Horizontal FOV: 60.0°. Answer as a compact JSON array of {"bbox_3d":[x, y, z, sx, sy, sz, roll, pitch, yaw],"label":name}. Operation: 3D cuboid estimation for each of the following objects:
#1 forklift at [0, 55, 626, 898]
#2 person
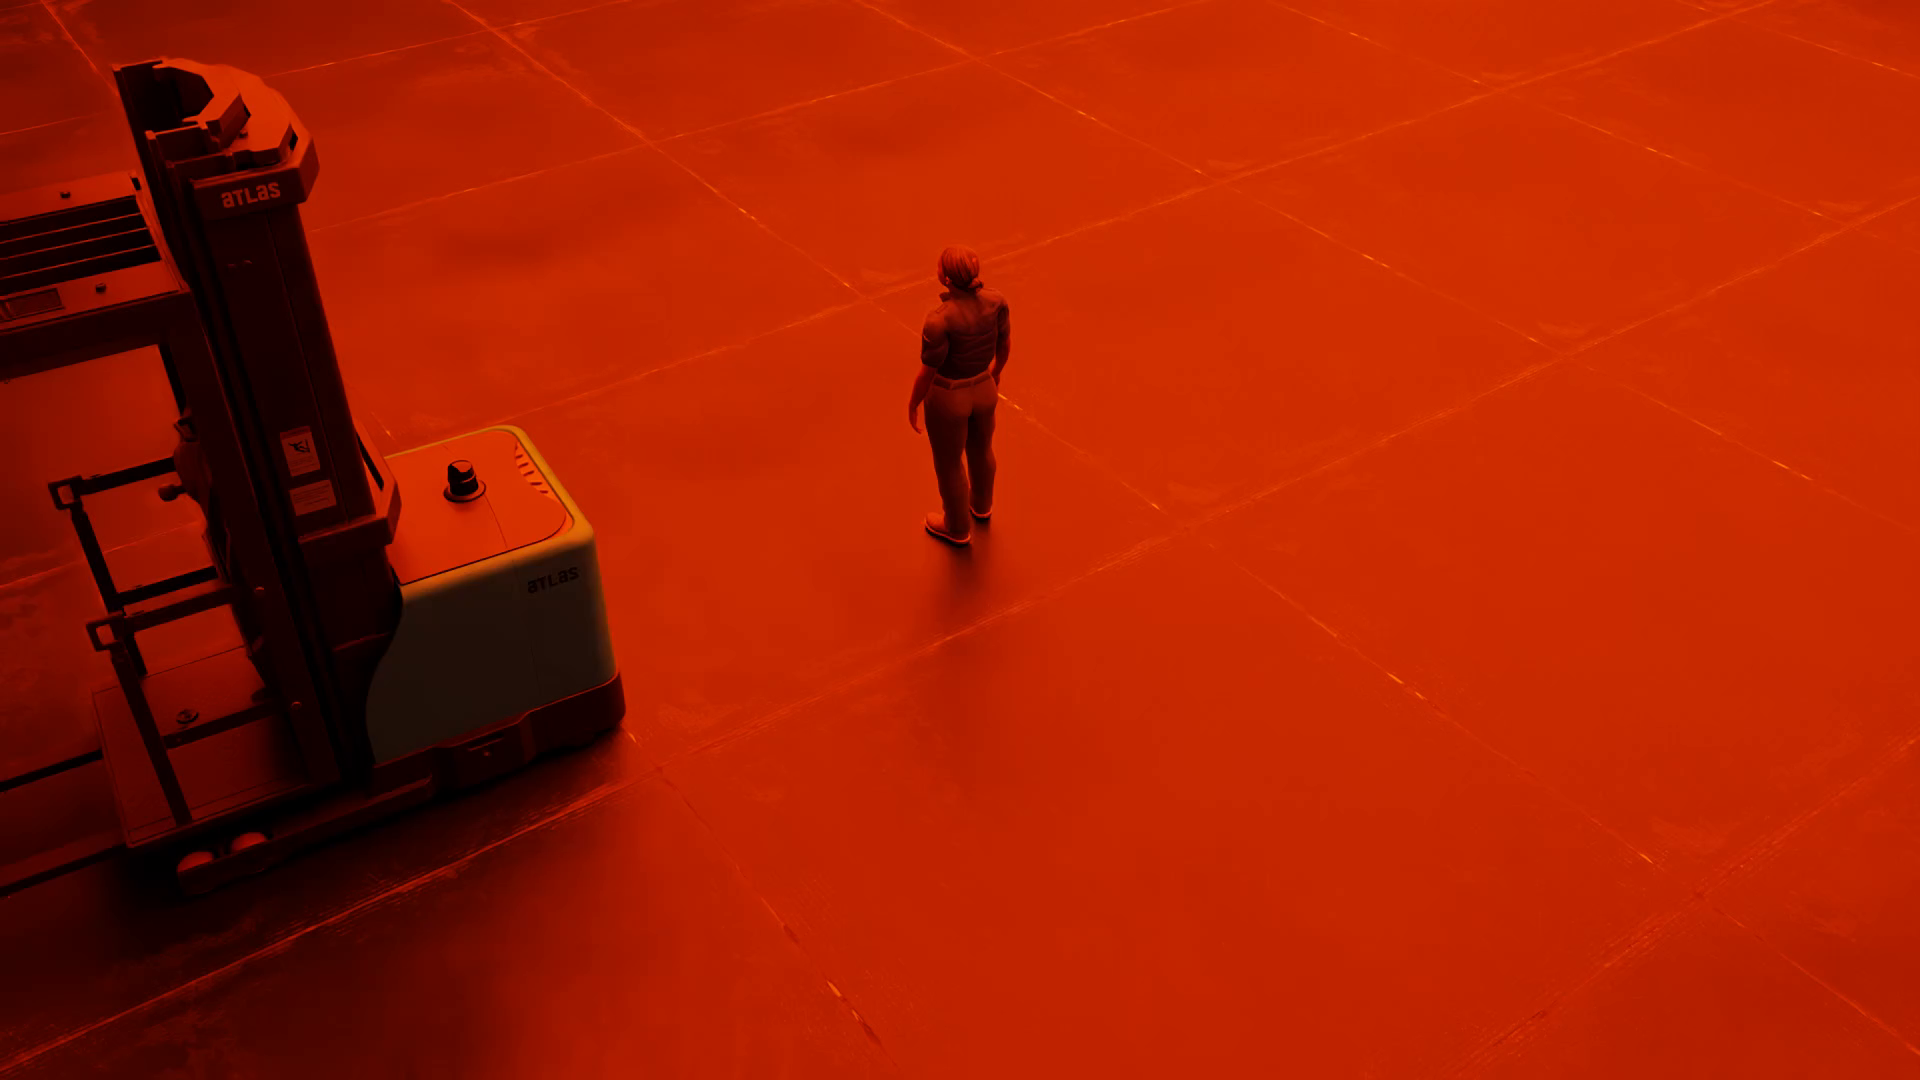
[{"bbox_3d":[-2.991,-0.152,6.150,3.031,2.935,1.130,-19,41,-24],"label":"forklift"},{"bbox_3d":[-0.035,-0.720,7.981,0.570,1.656,0.503,-23,42,-28],"label":"person"}]
